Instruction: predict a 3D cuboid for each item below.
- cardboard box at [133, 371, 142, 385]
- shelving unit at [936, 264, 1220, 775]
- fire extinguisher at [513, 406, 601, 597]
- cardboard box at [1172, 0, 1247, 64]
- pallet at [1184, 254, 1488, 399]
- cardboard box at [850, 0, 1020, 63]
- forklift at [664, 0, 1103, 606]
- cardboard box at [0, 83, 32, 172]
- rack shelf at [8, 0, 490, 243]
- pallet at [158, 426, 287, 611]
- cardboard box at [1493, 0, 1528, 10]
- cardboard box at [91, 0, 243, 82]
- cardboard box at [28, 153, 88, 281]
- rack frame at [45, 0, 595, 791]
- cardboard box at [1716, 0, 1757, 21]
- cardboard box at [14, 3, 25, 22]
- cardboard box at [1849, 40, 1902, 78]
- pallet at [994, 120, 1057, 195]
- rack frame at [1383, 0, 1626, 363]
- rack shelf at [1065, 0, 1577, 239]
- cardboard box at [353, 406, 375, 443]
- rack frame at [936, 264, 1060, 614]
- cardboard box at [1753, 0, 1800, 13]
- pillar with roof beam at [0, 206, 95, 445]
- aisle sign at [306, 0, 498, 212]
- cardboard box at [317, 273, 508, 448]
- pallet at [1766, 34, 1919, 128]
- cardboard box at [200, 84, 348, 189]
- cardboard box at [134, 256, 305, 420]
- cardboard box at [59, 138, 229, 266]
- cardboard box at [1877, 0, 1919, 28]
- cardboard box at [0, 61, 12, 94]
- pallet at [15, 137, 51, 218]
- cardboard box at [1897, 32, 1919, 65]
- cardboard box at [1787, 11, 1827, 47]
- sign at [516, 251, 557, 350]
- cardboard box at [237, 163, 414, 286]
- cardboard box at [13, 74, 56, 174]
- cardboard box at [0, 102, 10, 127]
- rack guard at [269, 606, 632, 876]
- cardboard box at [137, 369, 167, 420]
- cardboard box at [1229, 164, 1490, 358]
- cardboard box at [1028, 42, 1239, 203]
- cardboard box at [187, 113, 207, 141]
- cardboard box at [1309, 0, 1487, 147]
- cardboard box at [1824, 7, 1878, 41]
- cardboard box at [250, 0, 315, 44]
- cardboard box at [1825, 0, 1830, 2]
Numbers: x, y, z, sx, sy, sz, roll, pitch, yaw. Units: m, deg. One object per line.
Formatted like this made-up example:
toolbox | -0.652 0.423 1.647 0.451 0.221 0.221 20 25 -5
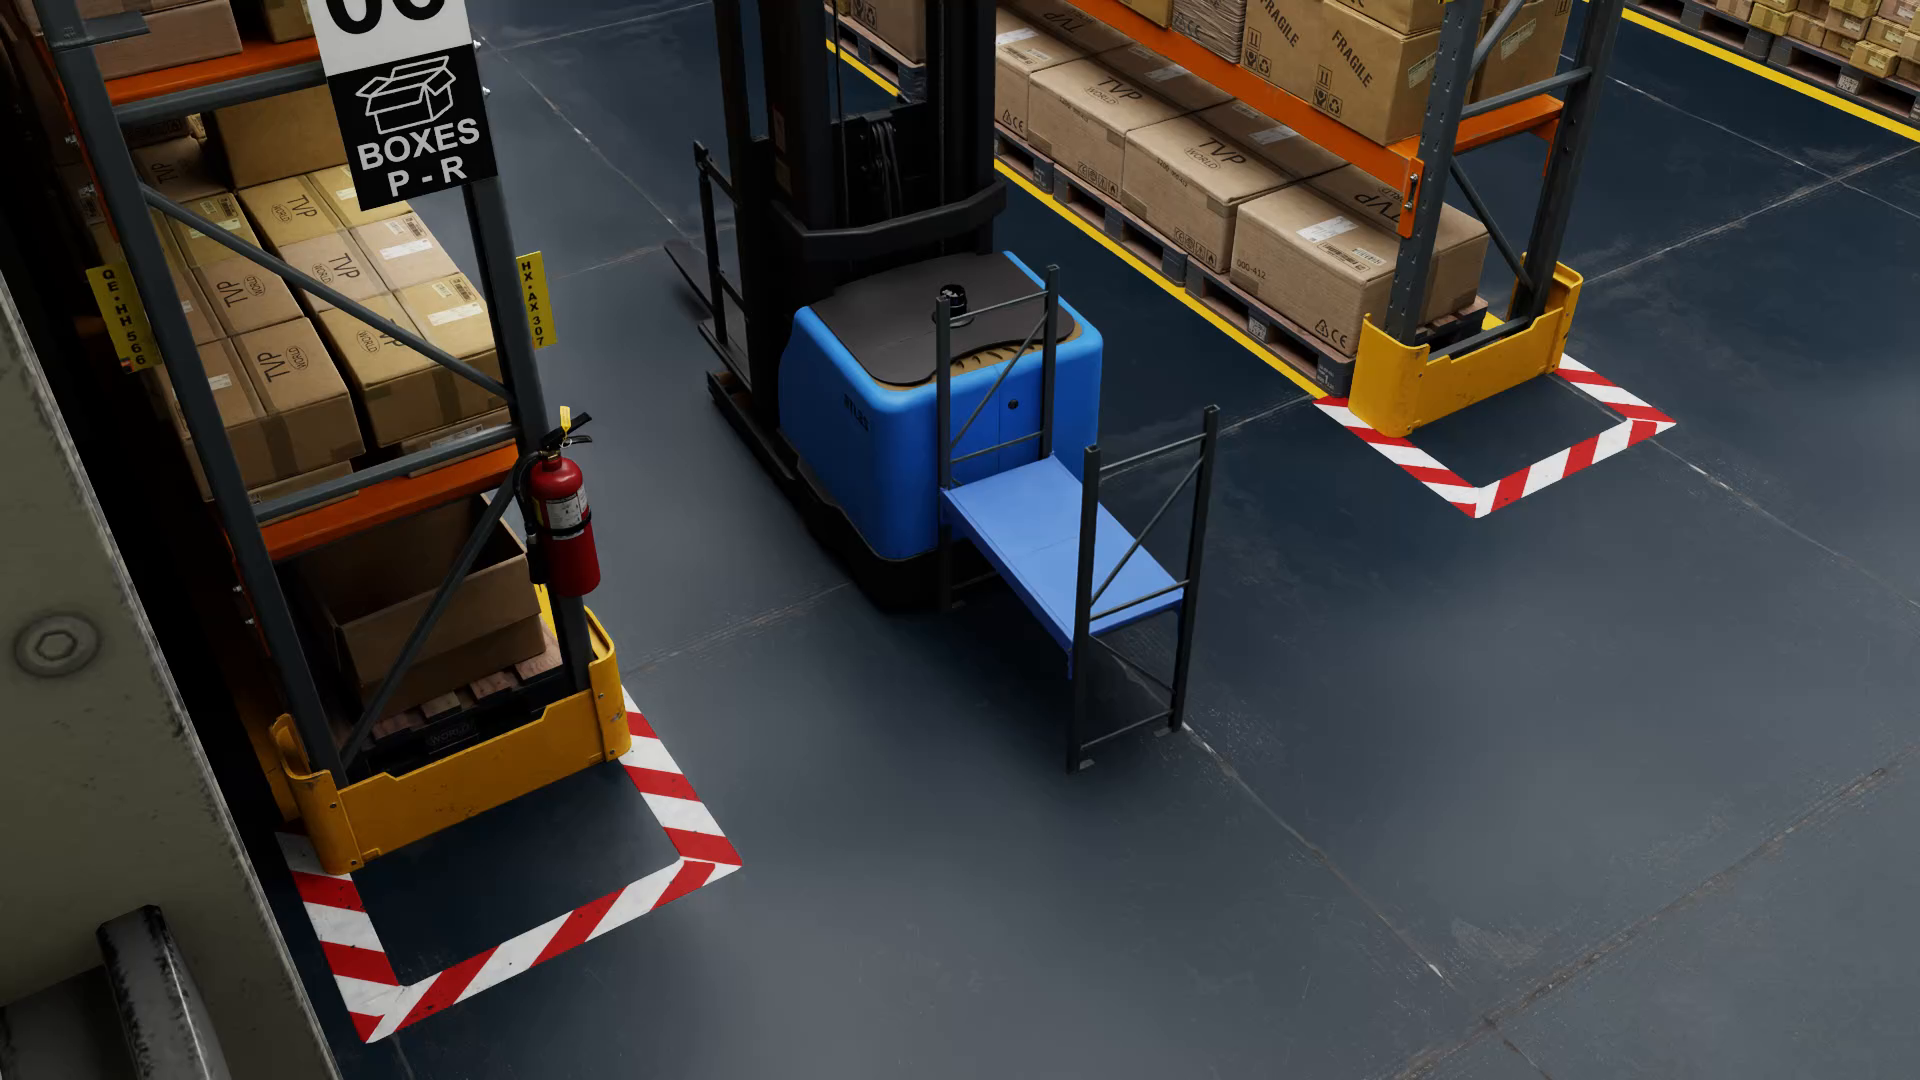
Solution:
cardboard box | -3.762 -1.060 7.952 0.500 0.311 0.500 -21 44 -23
shelving unit | 0.381 -0.070 6.162 0.538 1.500 1.048 -19 43 -21
fire extinguisher | -1.298 -0.118 5.400 0.296 0.674 0.183 -22 45 -24
cardboard box | 1.392 -2.680 8.044 0.500 0.500 0.500 -21 44 -23
pallet | 1.920 -1.255 8.591 1.003 0.211 1.213 -22 45 -24
cardboard box | -0.136 -3.733 10.718 0.875 0.875 0.875 -21 44 -23
forklift | -0.557 -1.789 7.107 1.130 2.935 3.031 -19 43 -21
cardboard box | -4.974 -2.292 9.281 0.500 0.500 0.500 -24 46 -26
rack shelf | -2.842 -2.166 5.726 1.077 0.370 4.000 -22 45 -24
pallet | -2.889 -0.268 7.407 1.003 0.211 1.213 -22 45 -24
cardboard box | 2.398 -2.701 7.289 0.500 0.500 0.500 -23 45 -25
cardboard box | -2.134 -1.360 4.392 0.380 0.149 0.250 -21 44 -23
cardboard box | -4.431 -1.734 8.613 0.500 0.500 0.500 -22 45 -25
rack frame | -1.767 -0.211 5.160 1.000 3.000 0.127 -22 45 -24
cardboard box | 5.320 -3.634 11.167 0.380 0.149 0.250 -21 44 -24
cardboard box | -2.485 -1.611 4.693 0.380 0.149 0.250 -21 44 -23
cardboard box | 5.853 -3.062 10.481 0.380 0.149 0.250 -21 44 -23
pallet | 0.608 -2.572 10.172 1.003 0.211 1.213 -22 45 -24
rack frame | 2.416 -1.922 7.213 1.000 3.000 0.127 -22 45 -24
rack shelf | 1.341 -2.725 8.739 1.077 0.370 4.000 -22 45 -24
cardboard box | -1.888 -0.508 5.712 0.380 0.149 0.250 -21 44 -23
rack frame | 0.140 -0.356 6.506 0.500 1.500 0.032 -19 43 -21
cardboard box | 5.441 -3.602 10.896 0.380 0.149 0.250 -22 44 -24
pillar with roof beam | -0.674 -5.470 6.785 9.100 9.000 0.400 -22 45 -24
aisle sign | -1.483 -1.274 4.405 0.394 0.787 0.004 -22 45 -24
cardboard box | -1.784 -0.605 5.518 0.500 0.250 0.500 -22 45 -24
pallet | 6.087 -3.100 10.806 1.003 0.211 1.213 -22 45 -24
cardboard box | -2.591 -1.703 6.249 0.500 0.500 0.500 -21 44 -23
cardboard box | -2.514 -0.703 5.636 0.500 0.250 0.500 -22 45 -24
cardboard box | -3.058 -1.254 6.297 0.500 0.250 0.500 -22 45 -24
cardboard box | 5.950 -3.329 10.336 0.380 0.149 0.250 -21 44 -24
cardboard box | -5.091 -2.604 9.149 0.380 0.149 0.250 -22 44 -24
pallet | -5.047 -2.384 9.946 1.003 0.211 1.213 -22 45 -24
cardboard box | 6.011 -3.047 10.230 0.380 0.149 0.250 -23 45 -25
cardboard box | 5.640 -3.363 10.842 0.380 0.149 0.250 -22 44 -24
sign | -1.310 -0.730 5.107 0.100 0.325 0.005 -22 45 -24
cardboard box | -2.330 -1.150 6.171 0.500 0.250 0.500 -23 45 -25
cardboard box | -3.604 -1.798 6.949 0.500 0.250 0.500 -23 45 -25
cardboard box | -5.547 -2.849 9.951 0.500 0.500 0.500 -20 44 -22
rack guard | -1.808 0.708 6.009 1.175 0.500 0.348 -22 45 -24
cardboard box | -2.656 -0.595 5.817 0.380 0.149 0.250 -22 45 -24
cardboard box | 1.977 -1.420 8.285 0.875 0.438 0.875 -24 45 -26
cardboard box | 0.994 -2.399 9.459 0.875 0.438 0.875 -24 45 -26
cardboard box | -2.899 -1.697 6.828 0.500 0.250 0.500 -23 45 -25
cardboard box | 1.934 -2.129 7.384 0.500 0.500 0.500 -22 45 -24
cardboard box | 5.730 -3.327 10.566 0.380 0.149 0.250 -24 45 -26
cardboard box | -1.742 -1.519 4.583 0.380 0.149 0.250 -21 44 -24
cardboard box | 5.618 -3.586 10.645 0.380 0.149 0.250 -24 45 -26
